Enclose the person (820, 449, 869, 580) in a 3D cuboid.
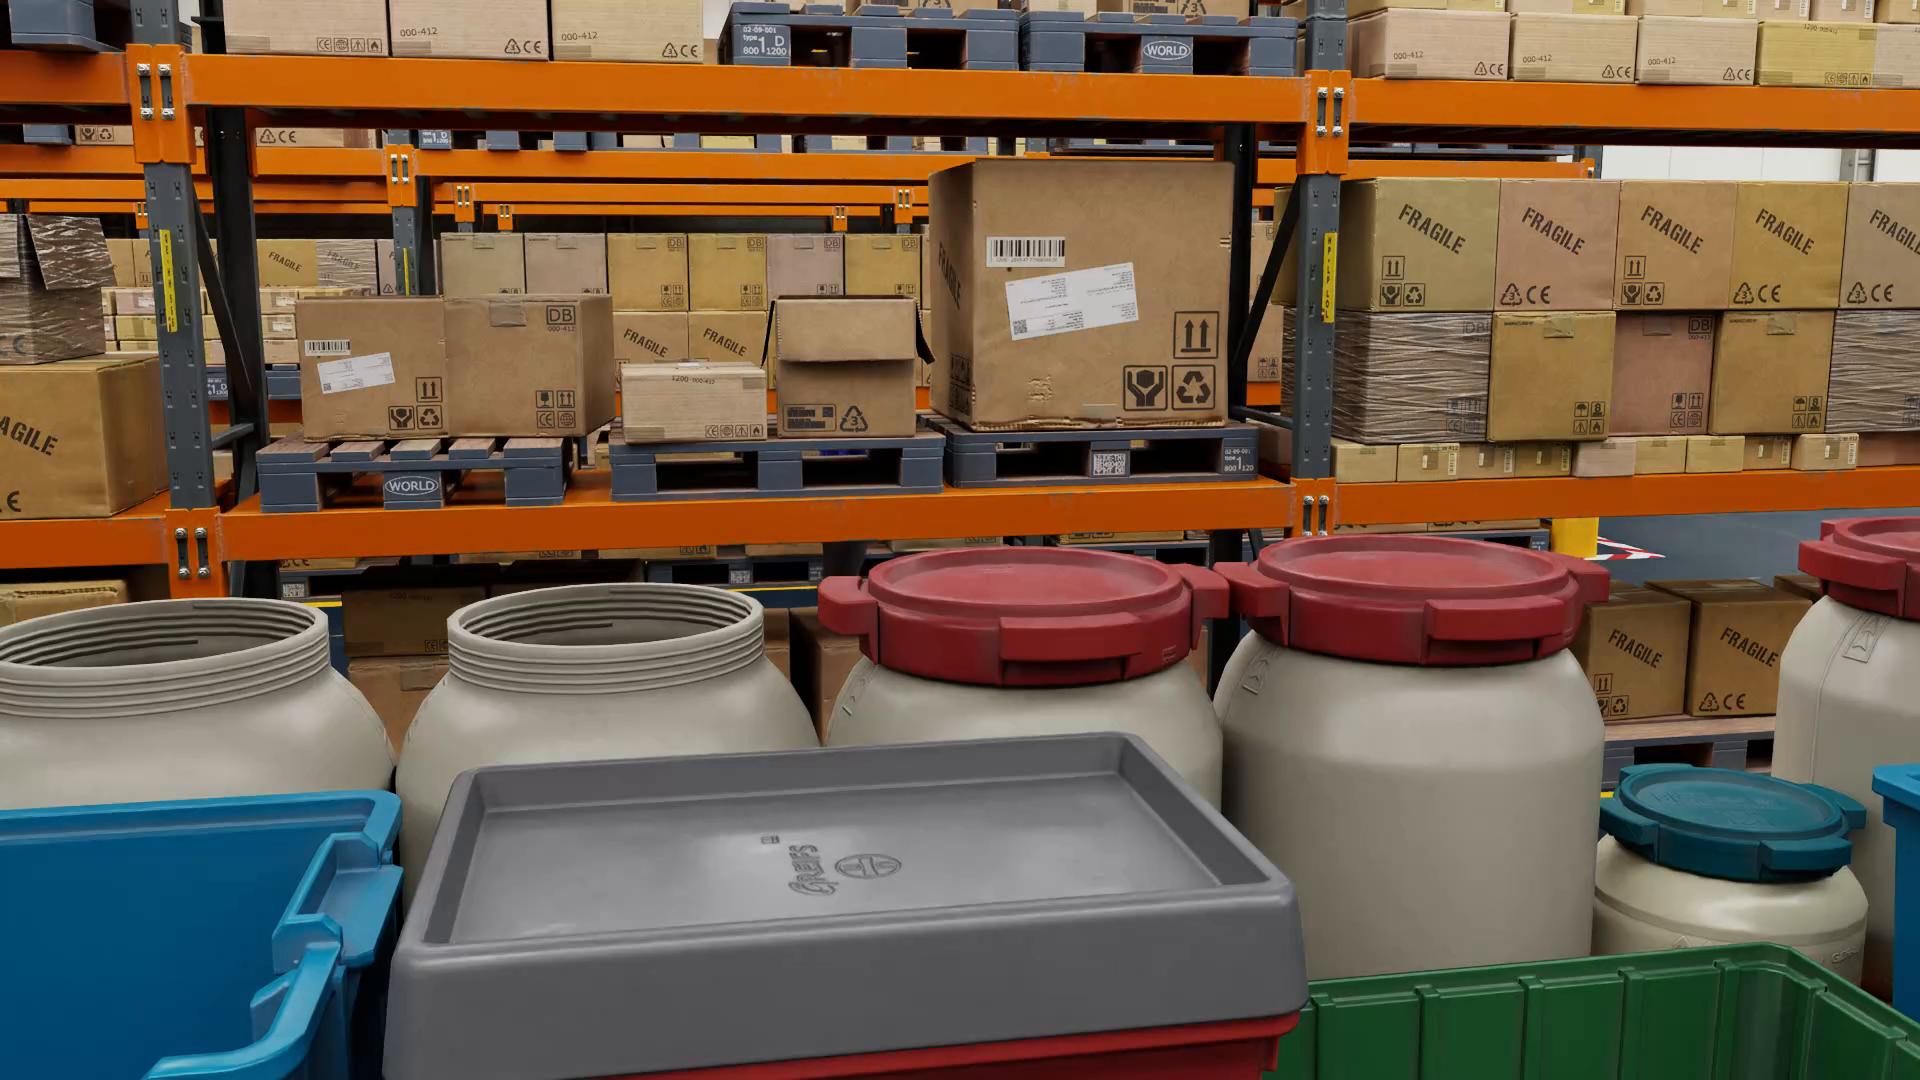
[{"bbox_3d":[-0.655,-0.094,8.488,0.516,1.648,0.451,-2,10,-10],"label":"person"}]
